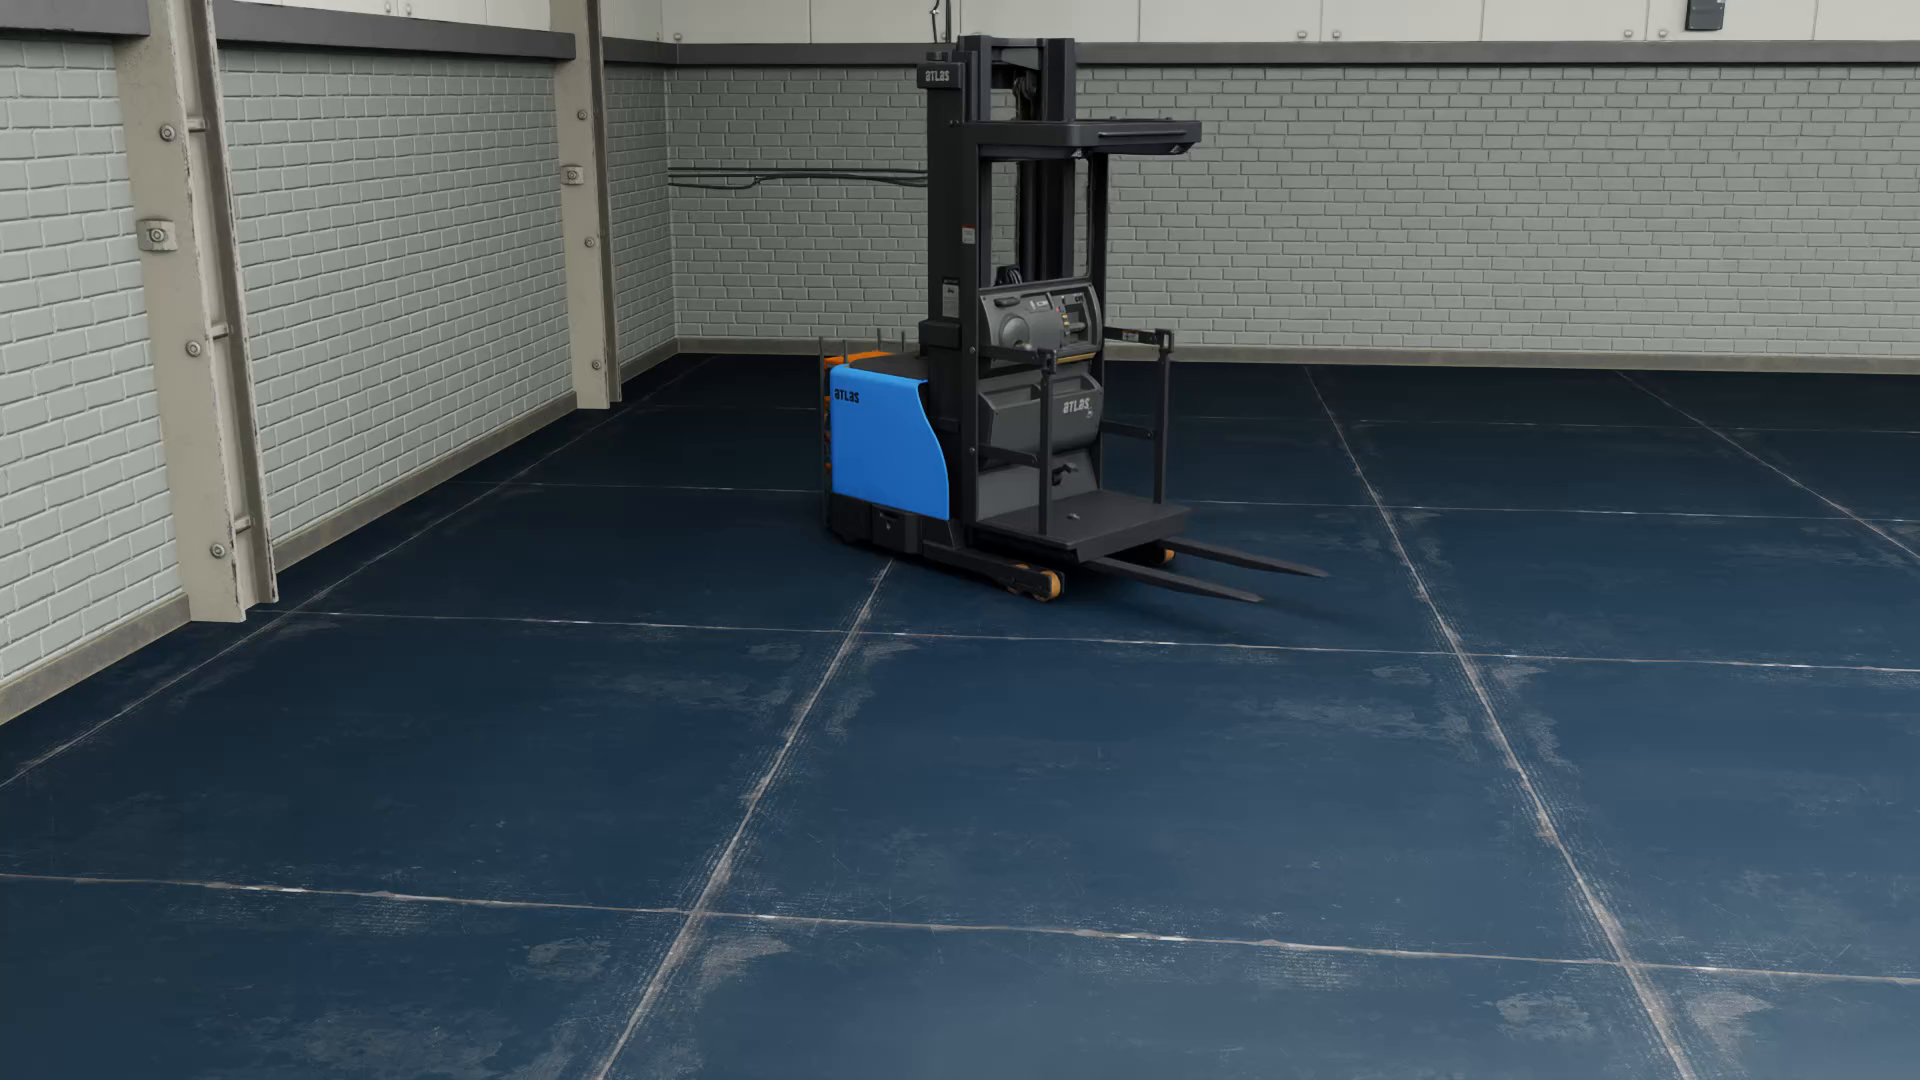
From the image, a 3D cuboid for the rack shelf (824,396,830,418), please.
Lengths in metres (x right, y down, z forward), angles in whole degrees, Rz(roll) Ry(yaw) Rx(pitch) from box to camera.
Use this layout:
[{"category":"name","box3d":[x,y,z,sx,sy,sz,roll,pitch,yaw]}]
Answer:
[{"category":"rack shelf","box3d":[-0.602,-0.848,10.400,0.258,0.148,0.480,14,21,42]}]

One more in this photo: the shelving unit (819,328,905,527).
[{"category":"shelving unit","box3d":[-0.602,-0.697,10.441,0.258,1.200,0.503,14,21,42]}]

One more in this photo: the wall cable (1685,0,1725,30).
[{"category":"wall cable","box3d":[7.909,-7.614,14.564,2.305,6.003,0.169,2,15,6]}]

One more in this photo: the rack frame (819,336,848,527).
[{"category":"rack frame","box3d":[-0.772,-0.651,10.271,0.240,1.200,0.015,14,21,42]}]

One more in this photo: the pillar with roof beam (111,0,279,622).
[{"category":"pillar with roof beam","box3d":[0.432,-3.848,7.151,9.100,9.000,0.400,2,15,6]}]

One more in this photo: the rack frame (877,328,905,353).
[{"category":"rack frame","box3d":[-0.433,-0.743,10.610,0.240,1.200,0.015,14,21,42]}]

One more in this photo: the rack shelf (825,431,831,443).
[{"category":"rack shelf","box3d":[-0.602,-0.632,10.458,0.258,0.148,0.480,14,21,42]}]

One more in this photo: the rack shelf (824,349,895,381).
[{"category":"rack shelf","box3d":[-0.602,-1.076,10.338,0.258,0.148,0.480,14,21,42]}]

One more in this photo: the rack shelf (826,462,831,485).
[{"category":"rack shelf","box3d":[-0.602,-0.440,10.510,0.258,0.148,0.480,14,21,42]}]

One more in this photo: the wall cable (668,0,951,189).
[{"category":"wall cable","box3d":[-1.522,-4.757,16.462,3.097,2.526,0.112,2,15,6]}]

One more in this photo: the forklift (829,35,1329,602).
[{"category":"forklift","box3d":[0.609,-1.237,9.120,3.031,2.935,1.130,14,21,43]}]

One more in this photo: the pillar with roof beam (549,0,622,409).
[{"category":"pillar with roof beam","box3d":[1.109,-5.404,12.906,9.100,9.000,0.400,2,15,6]}]
